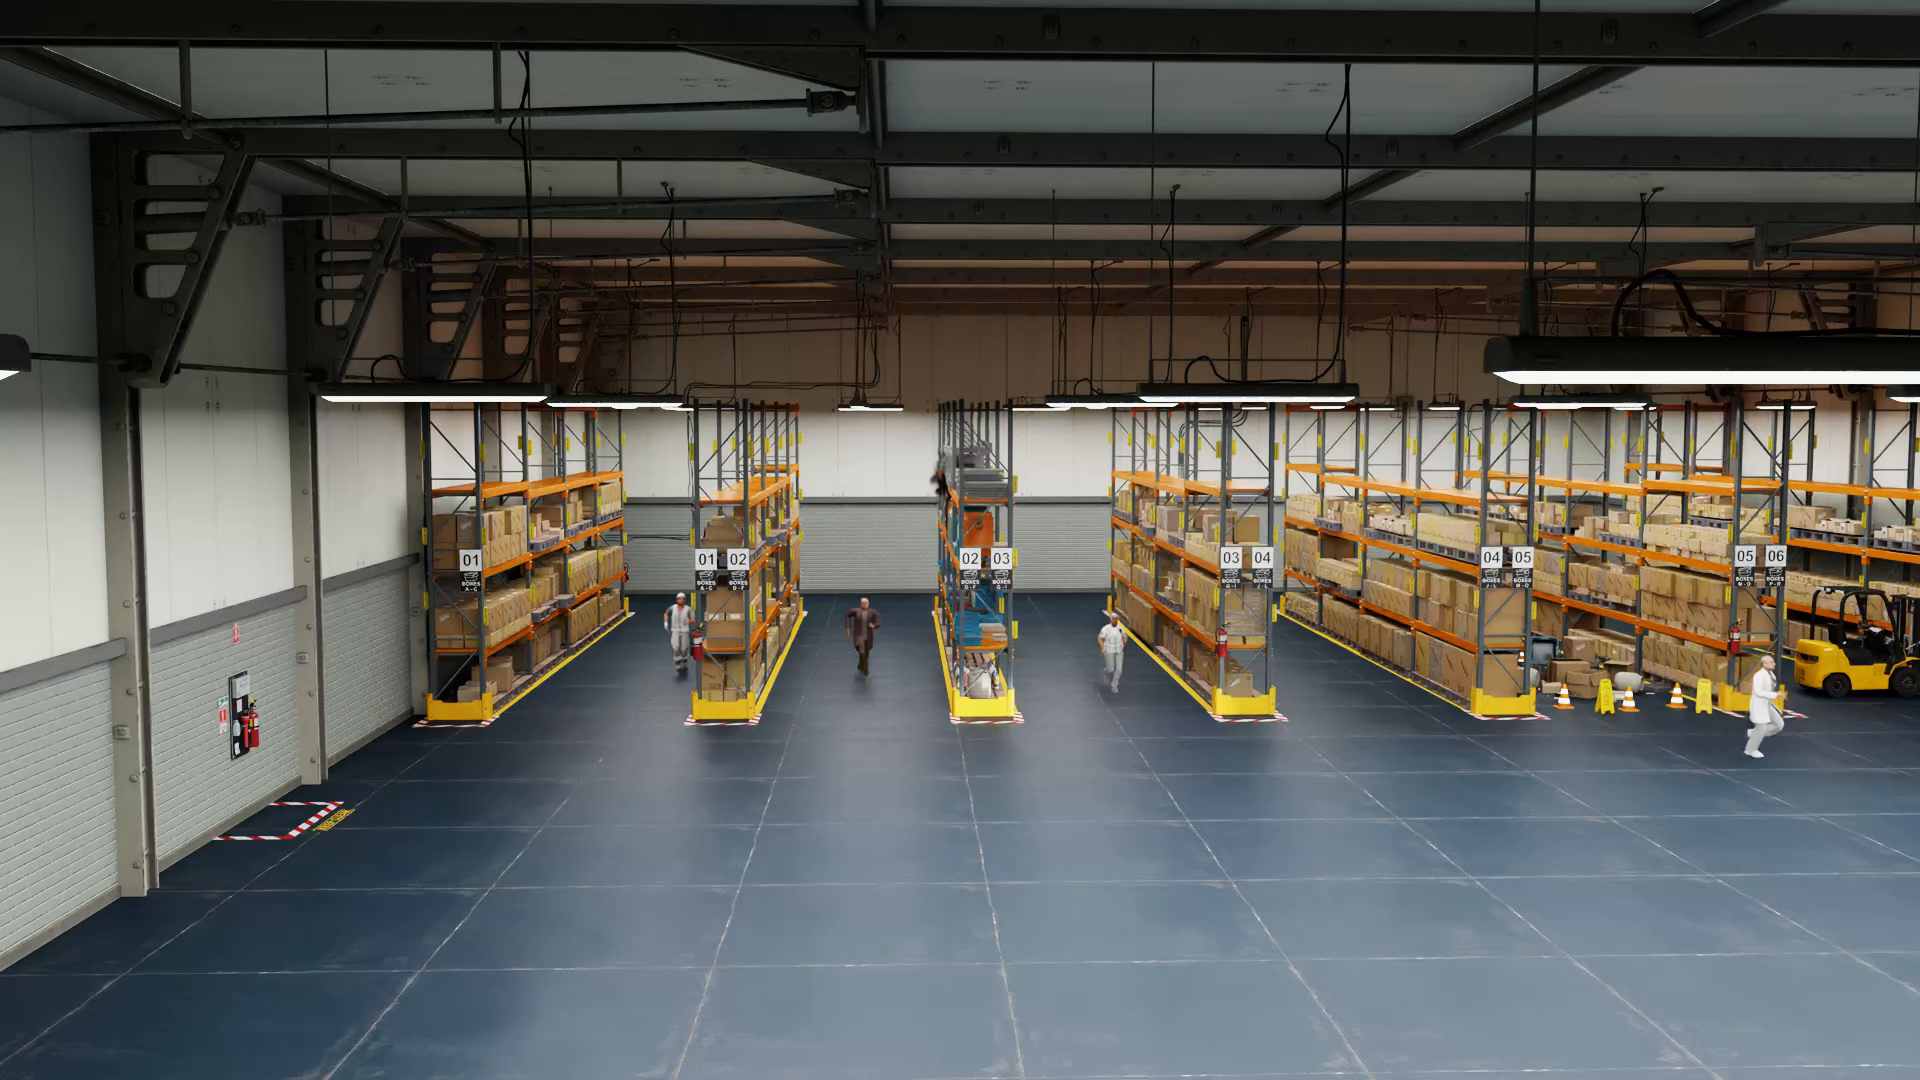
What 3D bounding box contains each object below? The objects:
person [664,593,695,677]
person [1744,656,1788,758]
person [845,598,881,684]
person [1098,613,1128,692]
[{"bbox_3d":[-6.160,2.063,36.575,0.669,1.810,0.816,-1,4,-10],"label":"person"},{"bbox_3d":[13.351,2.766,27.516,0.761,1.728,0.711,-4,6,-39],"label":"person"},{"bbox_3d":[-2.072,2.135,35.653,0.738,1.826,0.981,-1,4,-13],"label":"person"},{"bbox_3d":[3.171,2.318,34.366,0.616,1.627,0.550,-1,4,-9],"label":"person"}]
